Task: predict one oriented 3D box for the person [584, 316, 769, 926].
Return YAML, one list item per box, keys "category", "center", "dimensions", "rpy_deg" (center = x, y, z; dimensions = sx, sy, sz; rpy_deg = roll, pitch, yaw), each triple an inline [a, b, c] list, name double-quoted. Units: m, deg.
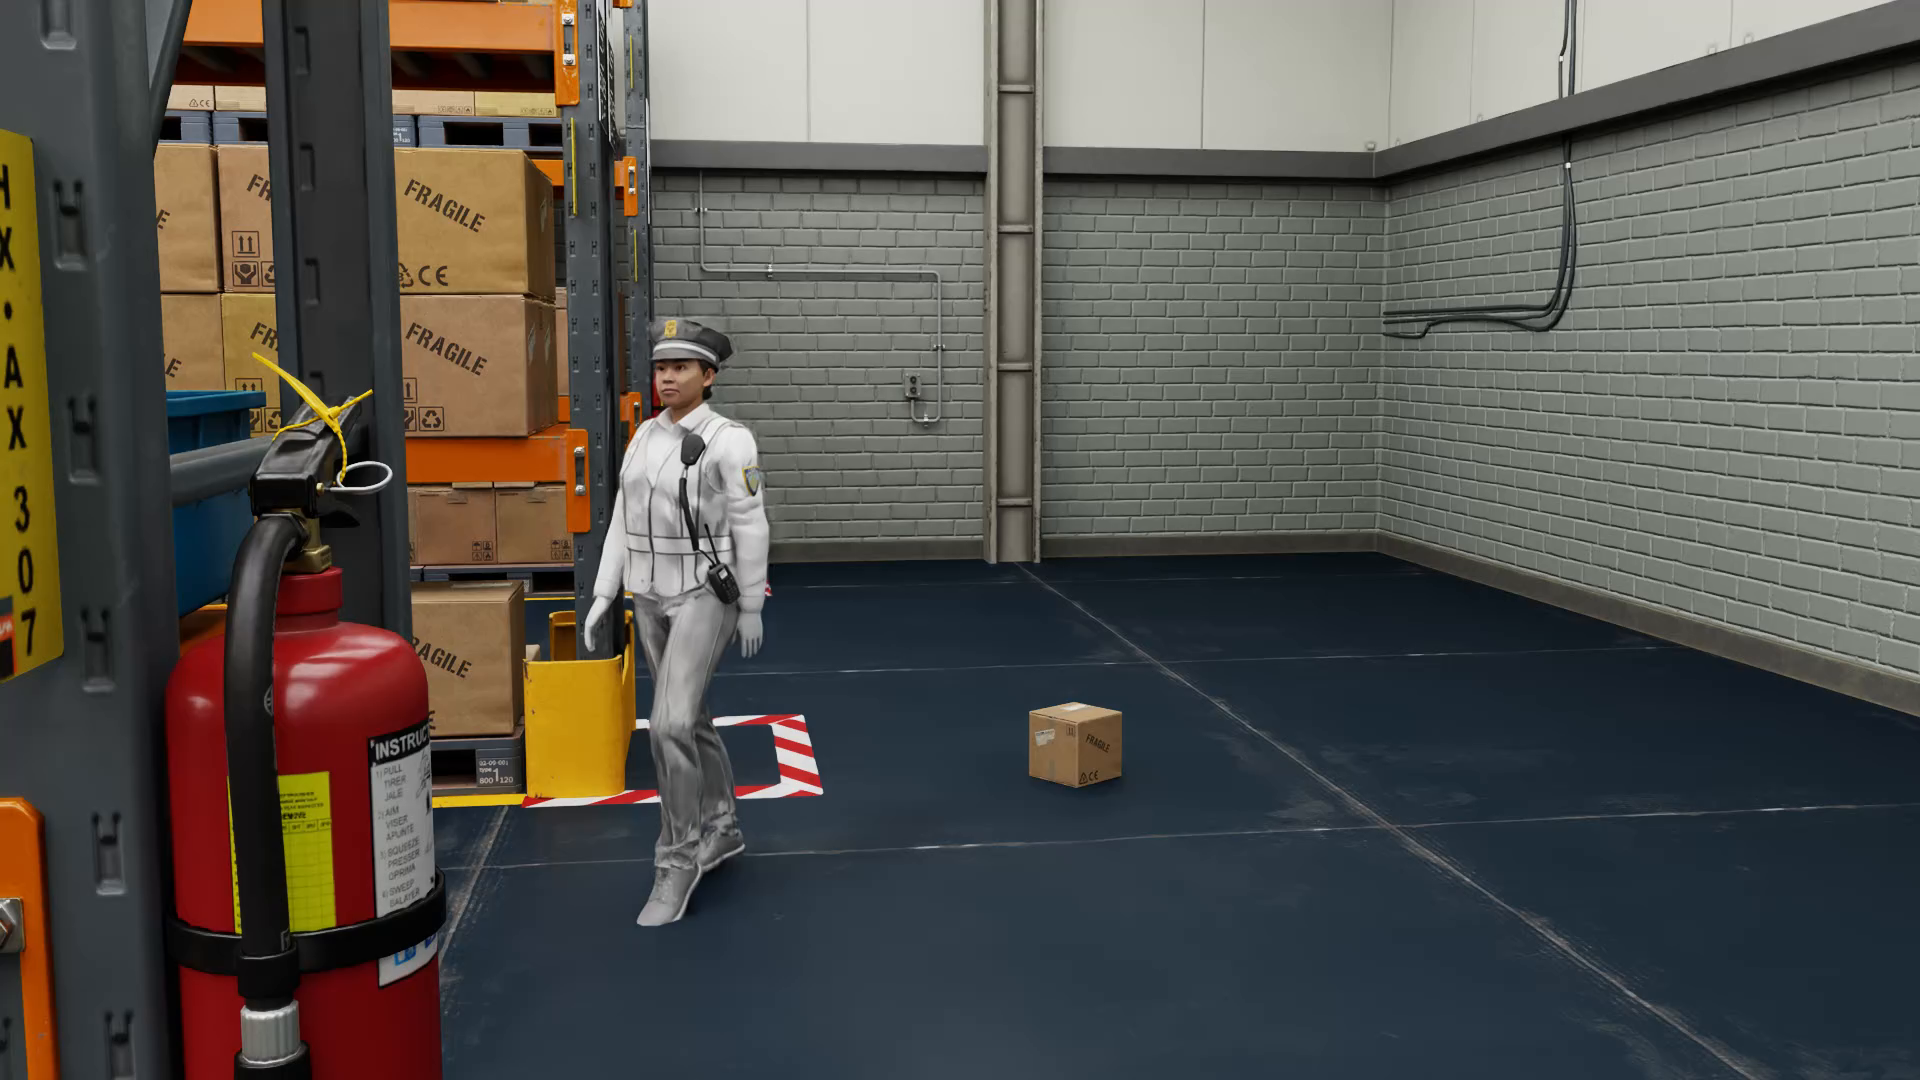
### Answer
- category: "person"
  center: [-0.848, 0.224, 4.899]
  dimensions: [0.486, 1.750, 0.588]
  rpy_deg: [4, 8, 34]
